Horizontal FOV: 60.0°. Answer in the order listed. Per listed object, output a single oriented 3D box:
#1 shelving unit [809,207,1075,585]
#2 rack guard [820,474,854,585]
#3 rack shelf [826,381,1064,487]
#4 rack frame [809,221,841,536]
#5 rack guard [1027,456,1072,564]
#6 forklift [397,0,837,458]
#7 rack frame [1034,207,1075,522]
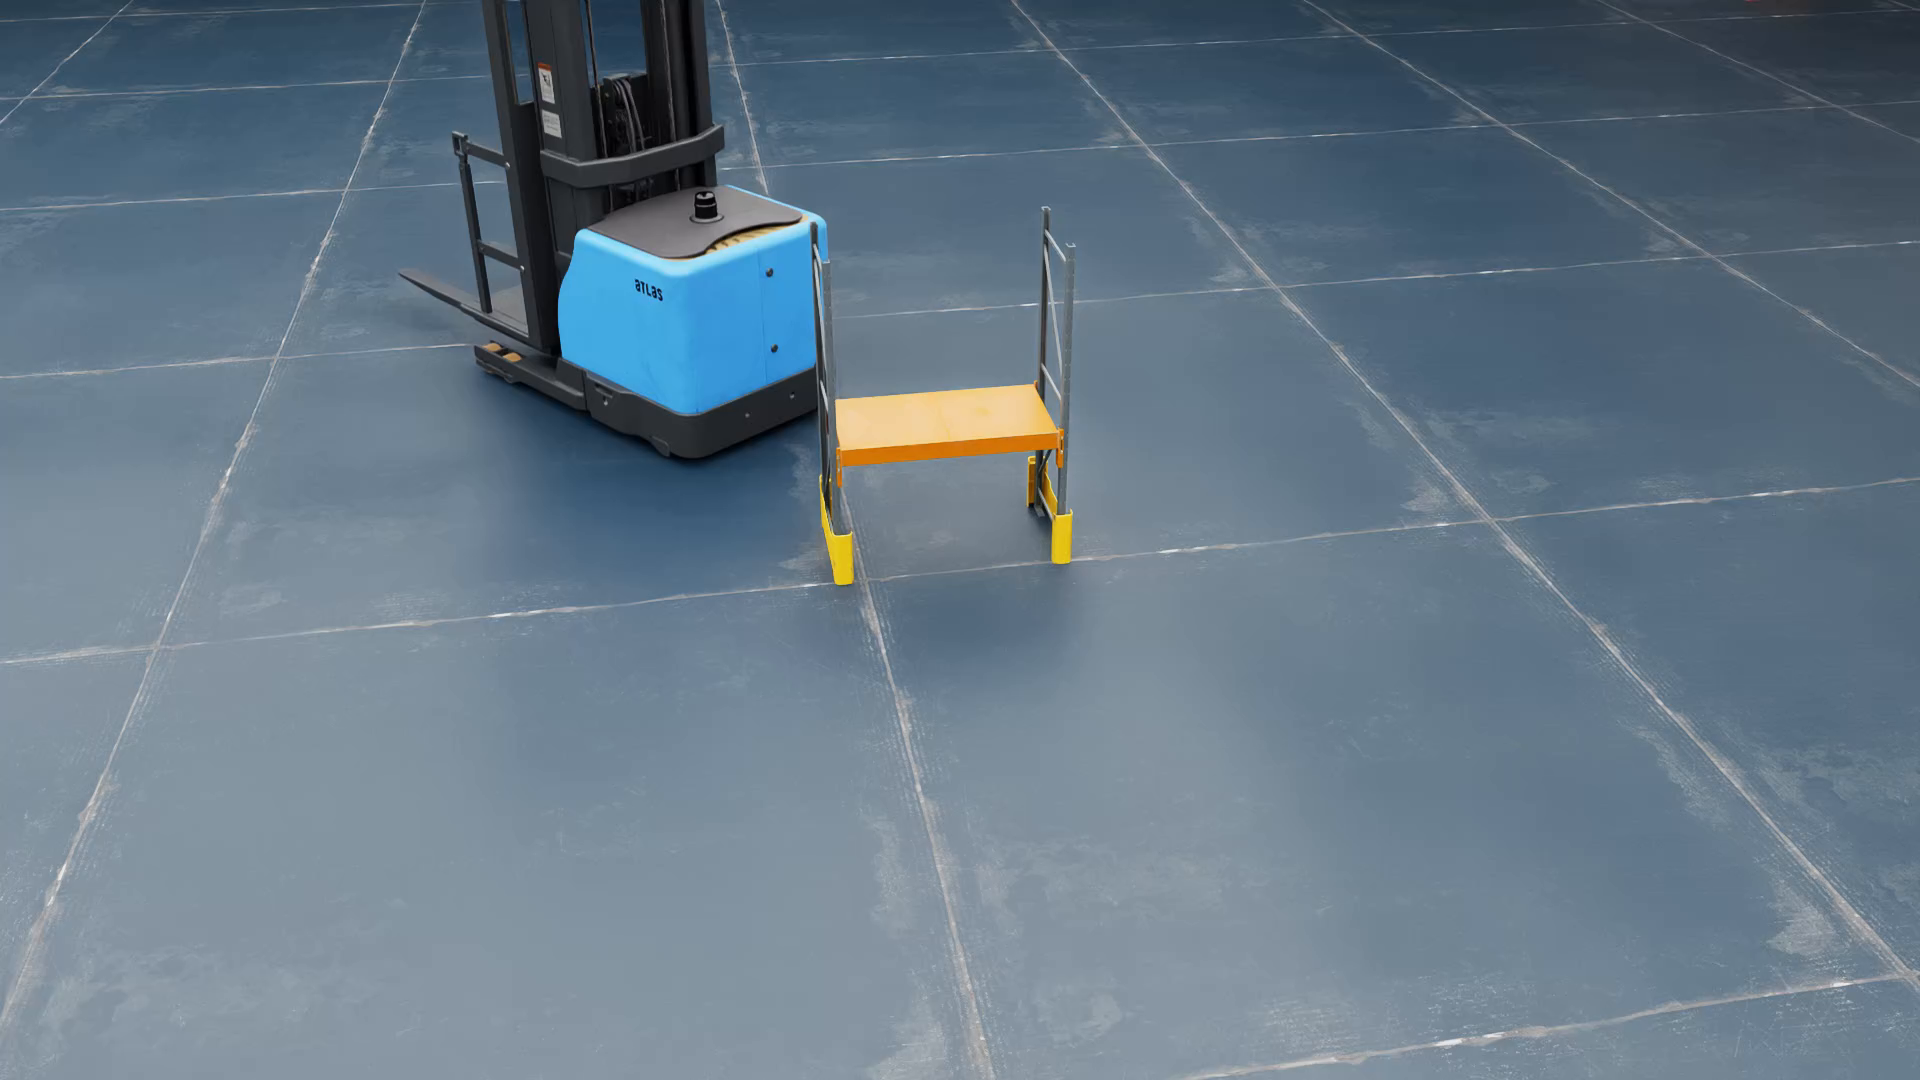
[{"bbox_3d":[-0.075,-0.640,7.358,1.083,1.500,0.587,-5,31,-9],"label":"shelving unit"},{"bbox_3d":[-0.565,-0.055,7.597,0.087,0.250,0.587,-5,31,-9],"label":"rack guard"},{"bbox_3d":[-0.084,-0.484,7.448,1.000,0.185,0.538,-5,31,-9],"label":"rack shelf"},{"bbox_3d":[-0.584,-0.592,7.278,0.032,1.500,0.500,-5,31,-9],"label":"rack frame"},{"bbox_3d":[0.415,-0.146,7.752,0.087,0.250,0.587,-5,31,-9],"label":"rack guard"},{"bbox_3d":[-2.080,-2.304,8.776,3.031,2.935,1.130,25,39,36],"label":"forklift"},{"bbox_3d":[0.416,-0.685,7.436,0.032,1.500,0.500,-5,31,-9],"label":"rack frame"}]
